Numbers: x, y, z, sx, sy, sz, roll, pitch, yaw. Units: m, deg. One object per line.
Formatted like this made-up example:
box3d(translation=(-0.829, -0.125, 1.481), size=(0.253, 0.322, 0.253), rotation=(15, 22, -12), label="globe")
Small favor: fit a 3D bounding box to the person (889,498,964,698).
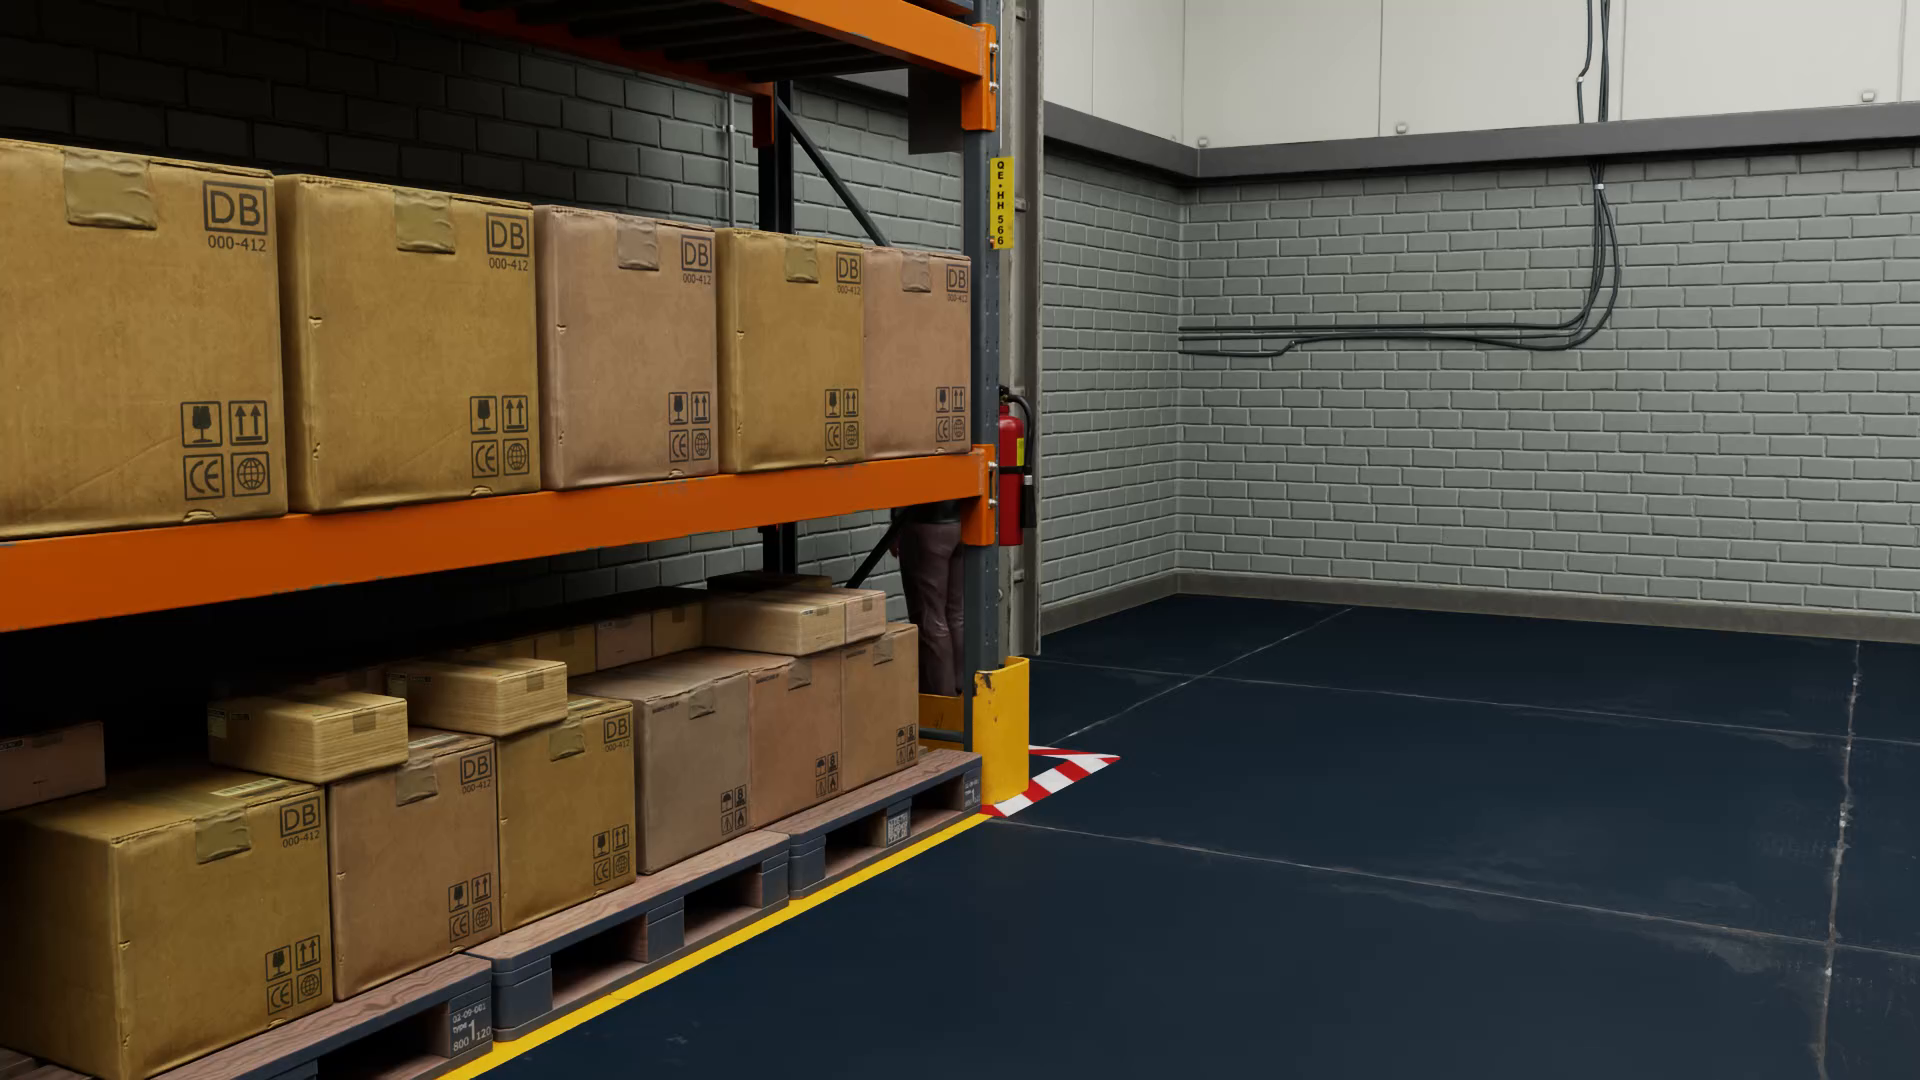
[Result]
box3d(translation=(-0.134, -0.038, 7.535), size=(0.394, 1.729, 0.537), rotation=(3, 7, 27), label="person")
